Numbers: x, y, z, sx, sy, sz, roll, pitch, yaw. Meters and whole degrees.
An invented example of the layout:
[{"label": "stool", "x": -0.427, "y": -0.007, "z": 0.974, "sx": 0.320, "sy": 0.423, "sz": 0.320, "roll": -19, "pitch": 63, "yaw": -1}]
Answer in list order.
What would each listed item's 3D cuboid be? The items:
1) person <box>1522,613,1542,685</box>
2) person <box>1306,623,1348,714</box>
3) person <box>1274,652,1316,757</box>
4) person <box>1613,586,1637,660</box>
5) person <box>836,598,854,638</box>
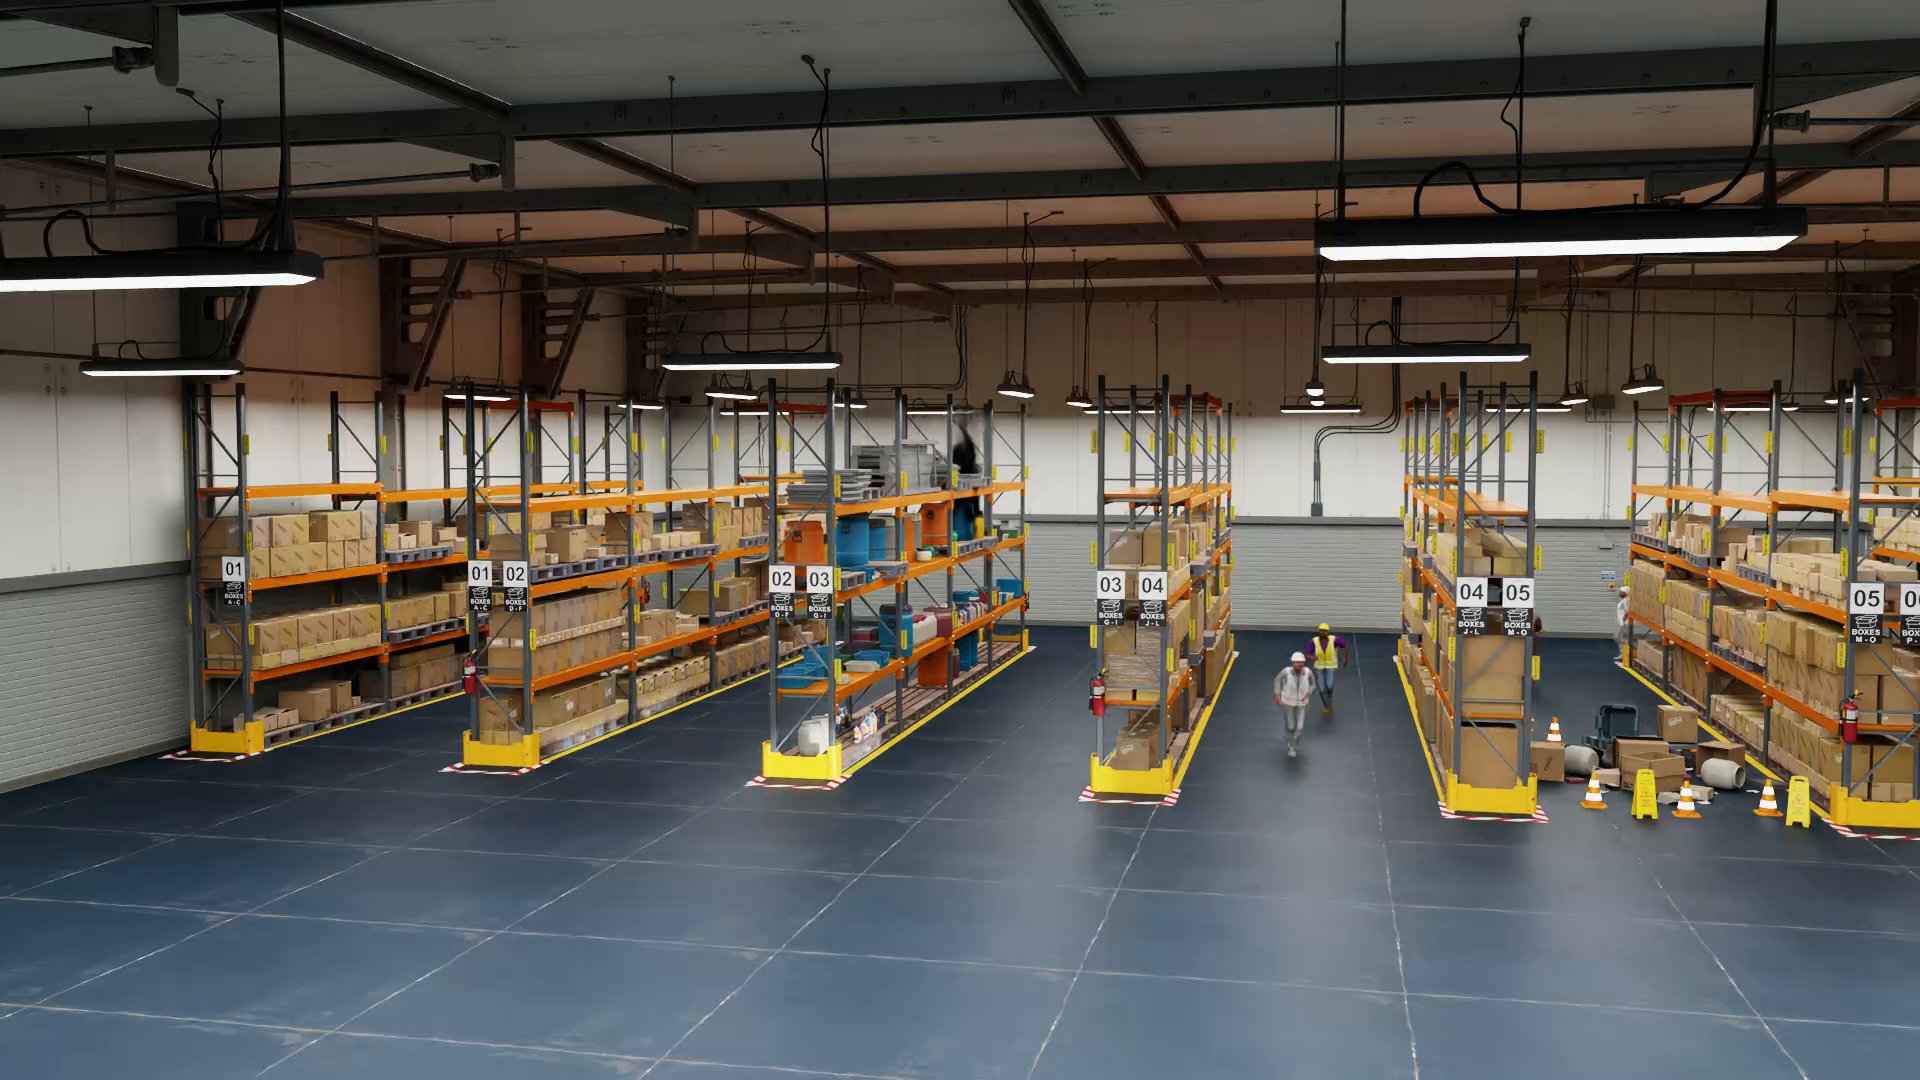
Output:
[{"label": "person", "x": 11.712, "y": 2.141, "z": 34.530, "sx": 0.724, "sy": 1.794, "sz": 0.952, "roll": 1, "pitch": 3, "yaw": 11}, {"label": "person", "x": 6.768, "y": 2.385, "z": 30.707, "sx": 0.748, "sy": 1.709, "sz": 0.675, "roll": 1, "pitch": 3, "yaw": 17}, {"label": "person", "x": 5.403, "y": 2.636, "z": 26.834, "sx": 0.650, "sy": 1.708, "sz": 0.768, "roll": 0, "pitch": 3, "yaw": -3}, {"label": "person", "x": 15.523, "y": 1.932, "z": 38.687, "sx": 0.591, "sy": 1.750, "sz": 0.707, "roll": 2, "pitch": 4, "yaw": 29}, {"label": "person", "x": -3.037, "y": 1.703, "z": 42.449, "sx": 0.658, "sy": 1.848, "sz": 0.770, "roll": -3, "pitch": 4, "yaw": -38}]
